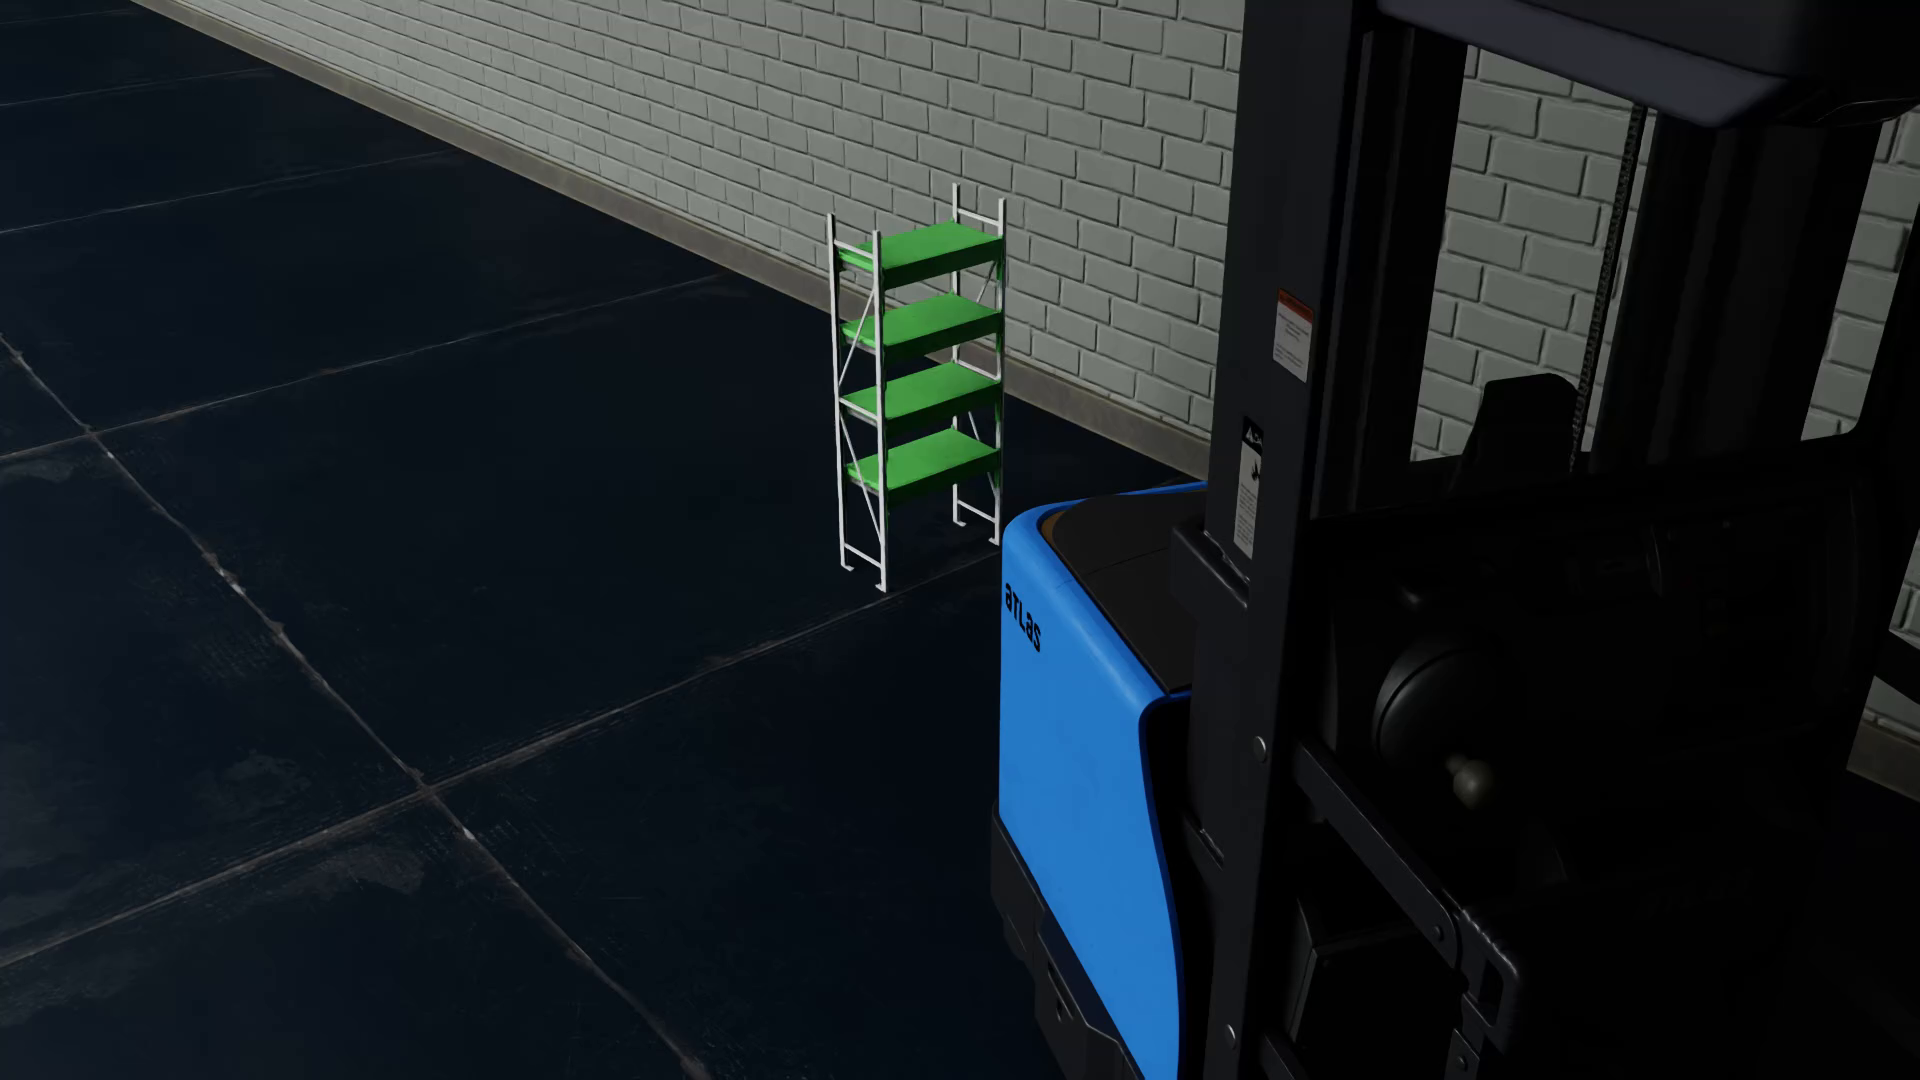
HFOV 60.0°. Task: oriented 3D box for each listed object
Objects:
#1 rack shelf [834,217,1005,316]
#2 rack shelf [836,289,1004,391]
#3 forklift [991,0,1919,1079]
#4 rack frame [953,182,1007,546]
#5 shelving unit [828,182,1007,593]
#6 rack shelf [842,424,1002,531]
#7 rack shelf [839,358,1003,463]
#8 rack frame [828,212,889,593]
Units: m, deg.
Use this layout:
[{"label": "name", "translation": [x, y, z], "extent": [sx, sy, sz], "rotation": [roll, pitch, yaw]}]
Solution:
[{"label": "rack shelf", "translation": [-0.126, -0.846, 5.103], "extent": [0.480, 0.148, 0.258], "rotation": [-22, 35, -35]}, {"label": "rack shelf", "translation": [-0.126, -0.634, 5.217], "extent": [0.480, 0.148, 0.258], "rotation": [-22, 35, -35]}, {"label": "forklift", "translation": [1.012, 0.178, 2.234], "extent": [1.130, 2.935, 3.031], "rotation": [-9, 29, -16]}, {"label": "rack frame", "translation": [0.060, -0.553, 5.439], "extent": [0.015, 1.200, 0.240], "rotation": [-22, 35, -35]}, {"label": "shelving unit", "translation": [-0.126, -0.479, 5.300], "extent": [0.503, 1.200, 0.258], "rotation": [-22, 35, -35]}, {"label": "rack shelf", "translation": [-0.126, -0.211, 5.443], "extent": [0.480, 0.148, 0.258], "rotation": [-22, 35, -35]}, {"label": "rack shelf", "translation": [-0.126, -0.422, 5.330], "extent": [0.480, 0.148, 0.258], "rotation": [-22, 35, -35]}, {"label": "rack frame", "translation": [-0.312, -0.404, 5.160], "extent": [0.015, 1.200, 0.240], "rotation": [-22, 35, -35]}]
